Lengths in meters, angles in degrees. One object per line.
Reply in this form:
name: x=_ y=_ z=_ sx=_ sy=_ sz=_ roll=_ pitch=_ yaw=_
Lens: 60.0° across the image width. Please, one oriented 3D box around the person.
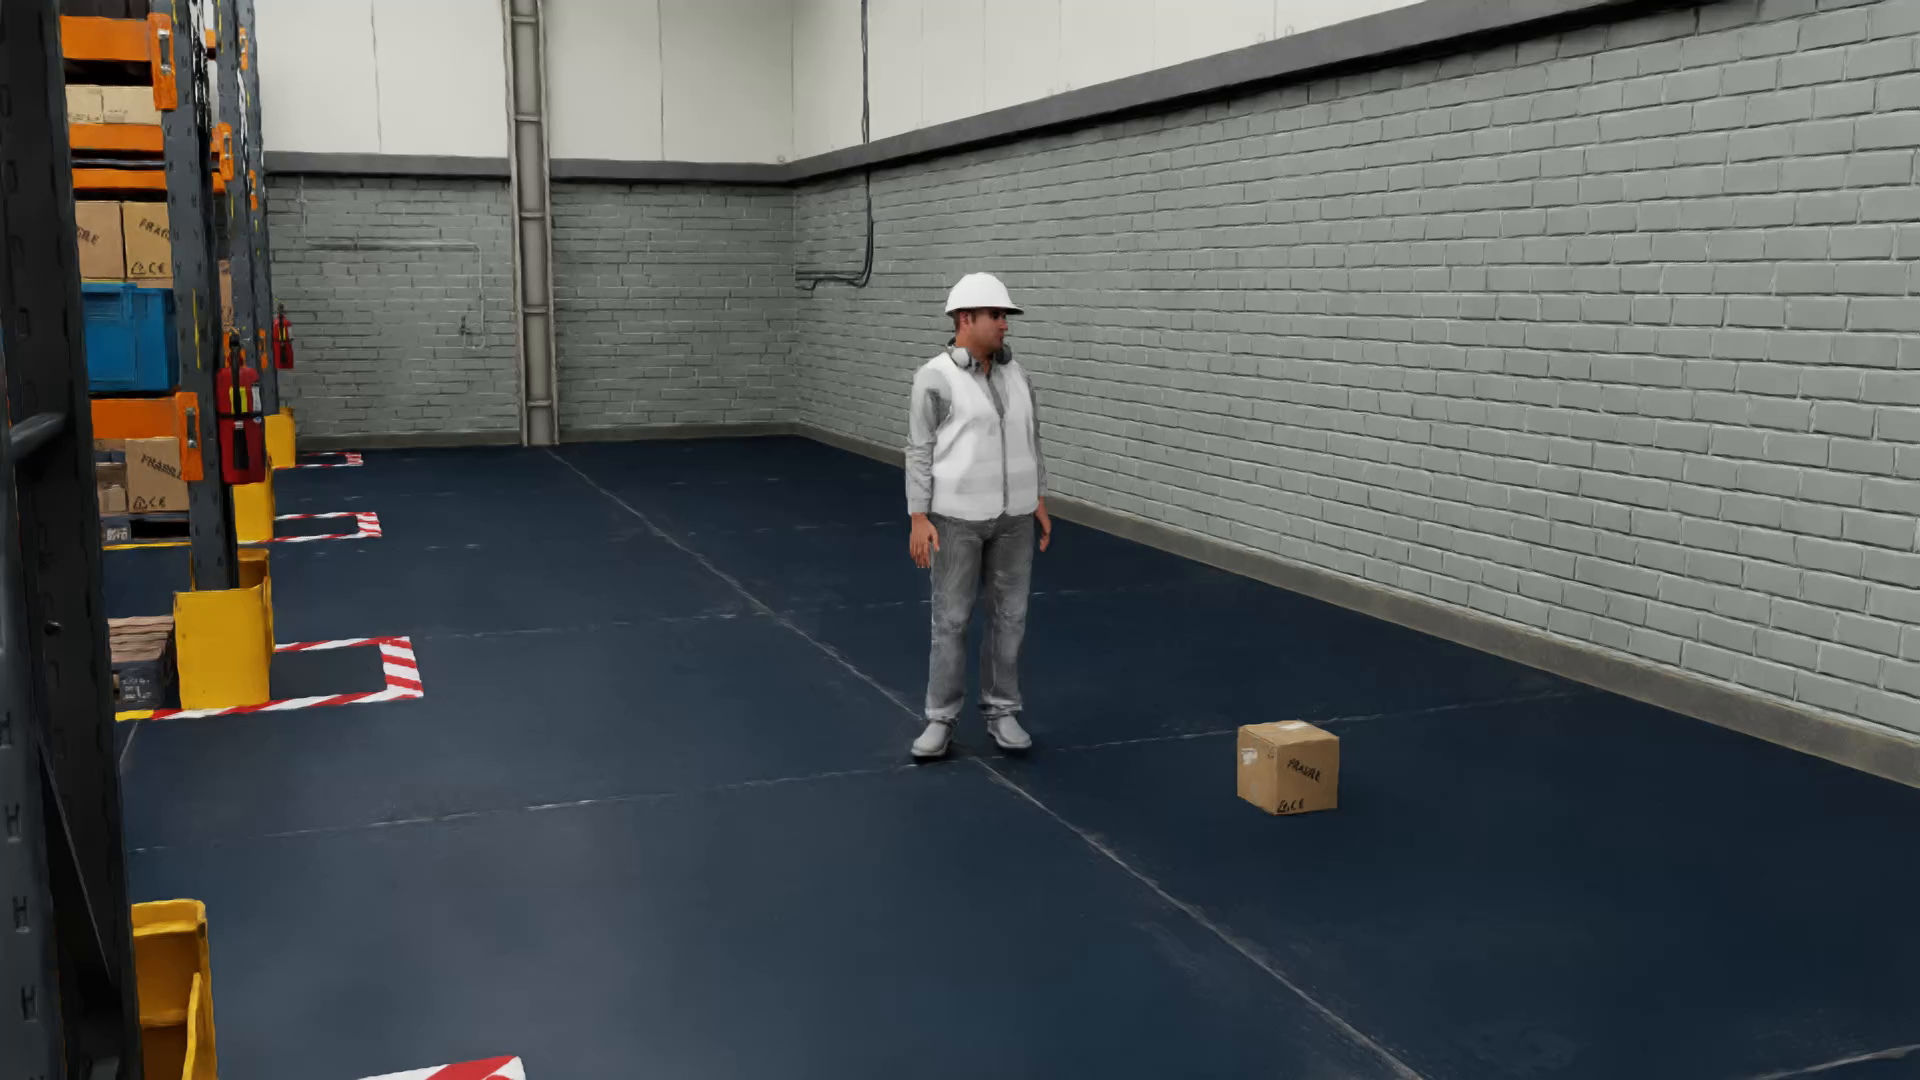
person: x=0.074 y=-0.095 z=6.213 sx=0.591 sy=1.784 sz=0.385 roll=-5 pitch=10 yaw=-28
